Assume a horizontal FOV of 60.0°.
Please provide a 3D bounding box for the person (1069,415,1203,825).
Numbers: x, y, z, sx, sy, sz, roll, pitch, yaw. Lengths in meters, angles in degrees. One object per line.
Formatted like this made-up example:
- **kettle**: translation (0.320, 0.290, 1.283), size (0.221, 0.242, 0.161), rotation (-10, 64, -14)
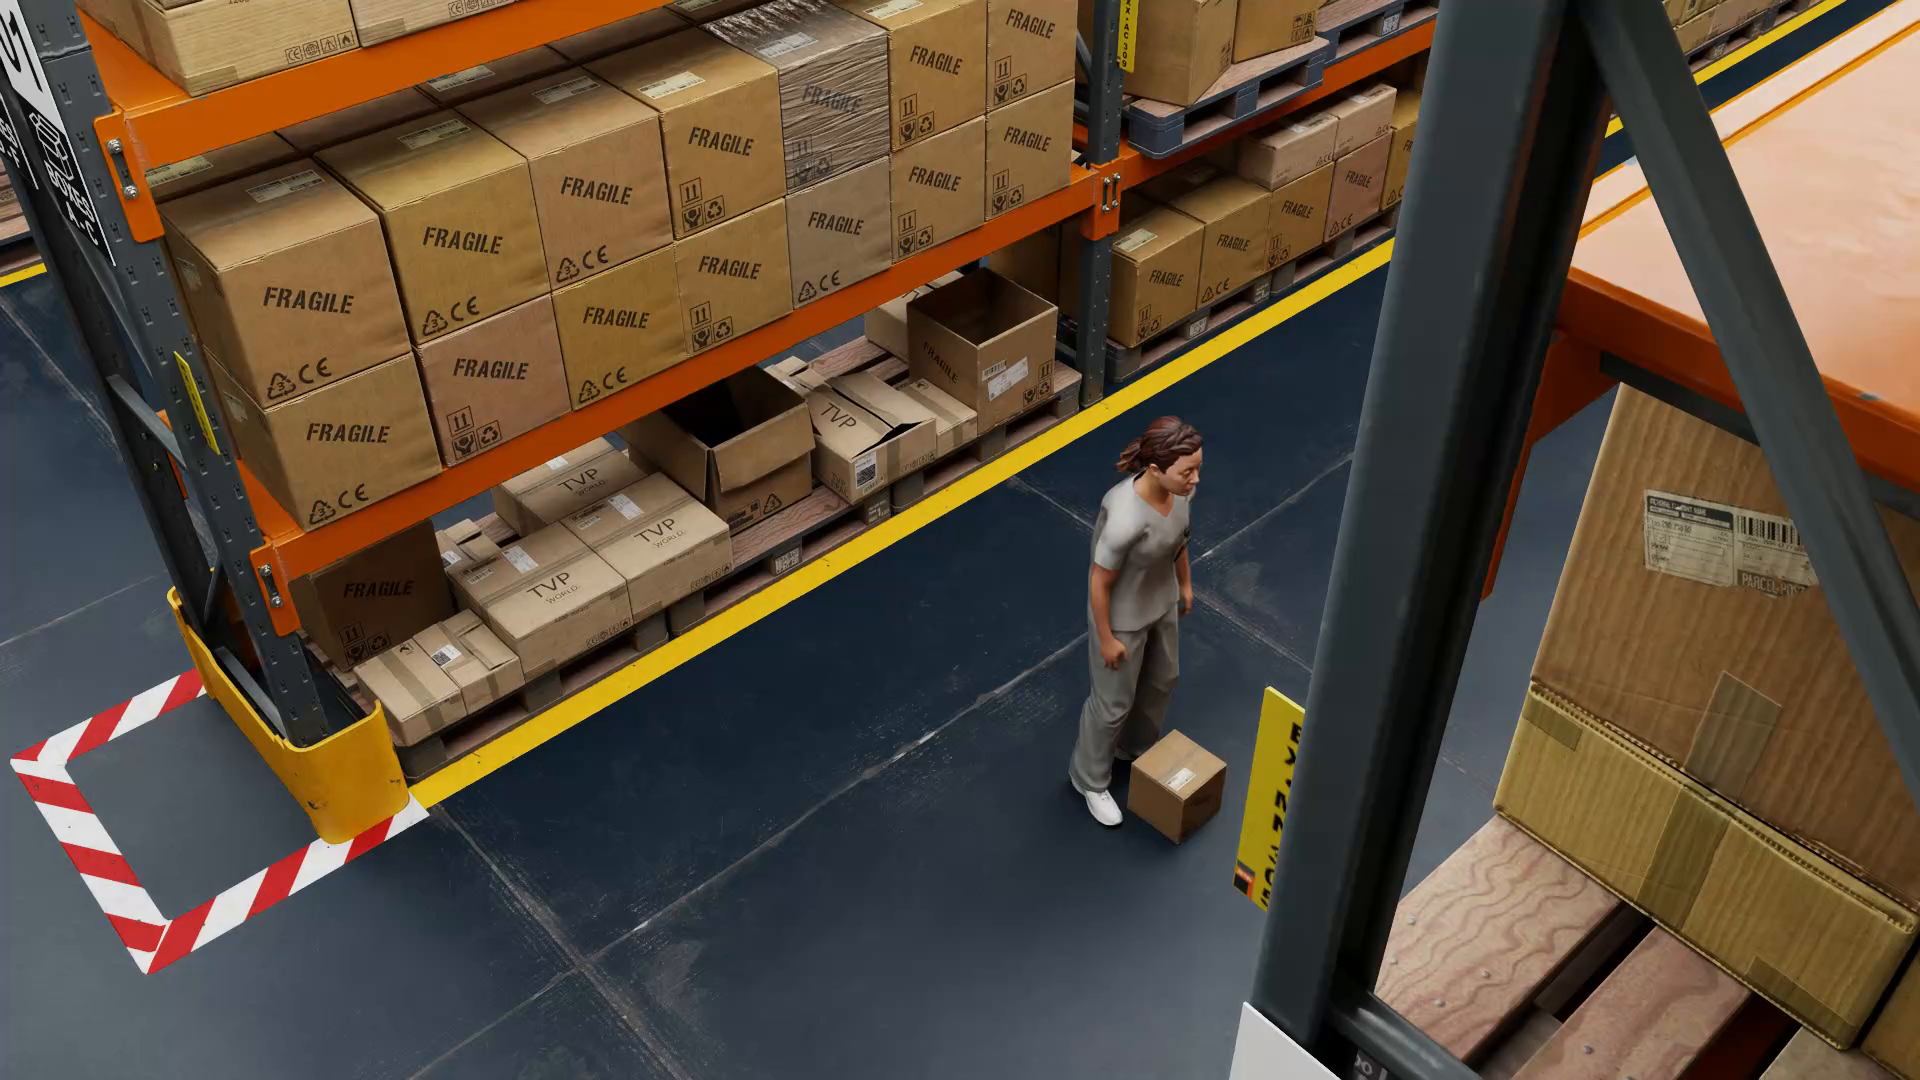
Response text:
- **person**: translation (0.631, 0.256, 5.851), size (0.354, 1.673, 0.513), rotation (32, 50, 33)
